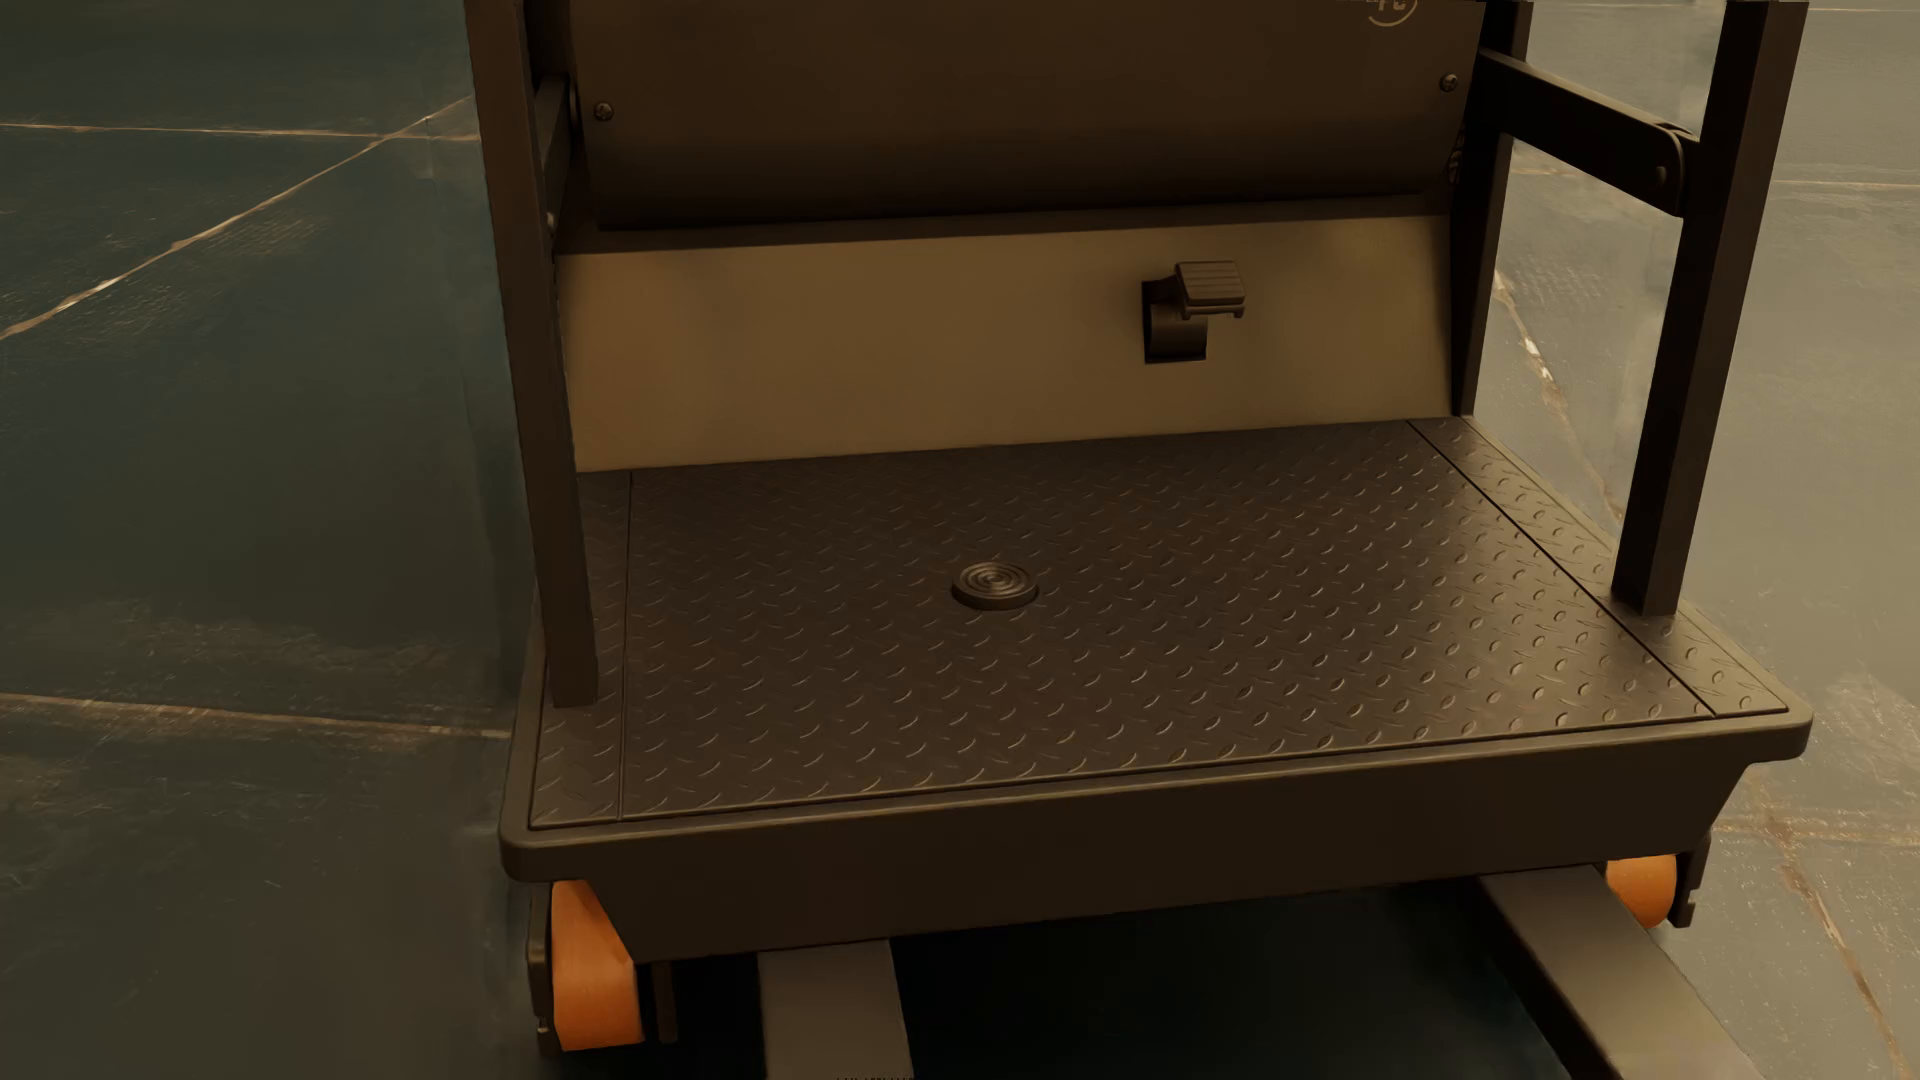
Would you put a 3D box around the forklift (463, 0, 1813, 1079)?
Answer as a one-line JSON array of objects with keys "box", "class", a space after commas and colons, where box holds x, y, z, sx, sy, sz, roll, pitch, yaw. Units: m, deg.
[{"box": [0.114, -1.011, 1.243, 1.130, 2.935, 3.031, -4, 27, -8], "class": "forklift"}]
